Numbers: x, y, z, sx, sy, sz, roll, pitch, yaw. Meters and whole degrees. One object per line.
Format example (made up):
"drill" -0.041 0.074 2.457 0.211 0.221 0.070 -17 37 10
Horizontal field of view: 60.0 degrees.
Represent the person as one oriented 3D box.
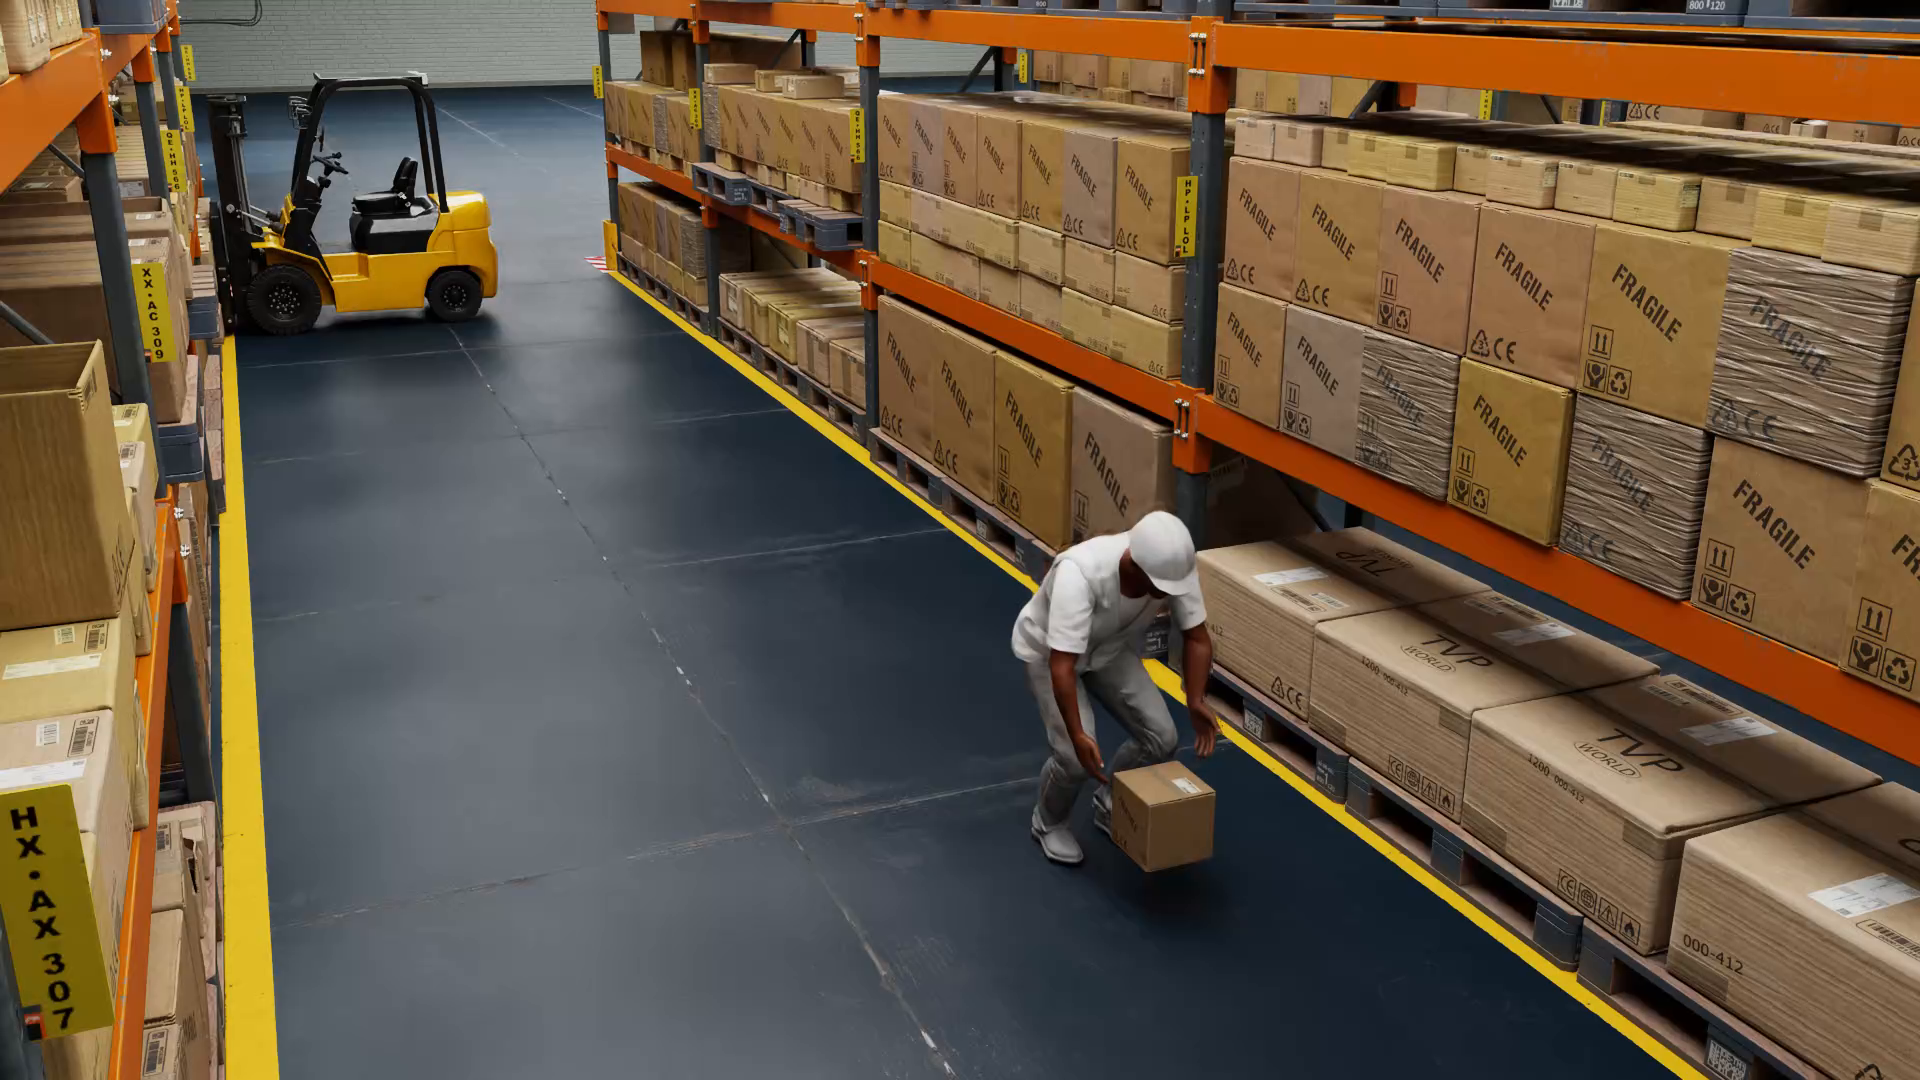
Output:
"person" 0.535 0.470 5.795 0.631 1.346 0.790 -8 20 -23
